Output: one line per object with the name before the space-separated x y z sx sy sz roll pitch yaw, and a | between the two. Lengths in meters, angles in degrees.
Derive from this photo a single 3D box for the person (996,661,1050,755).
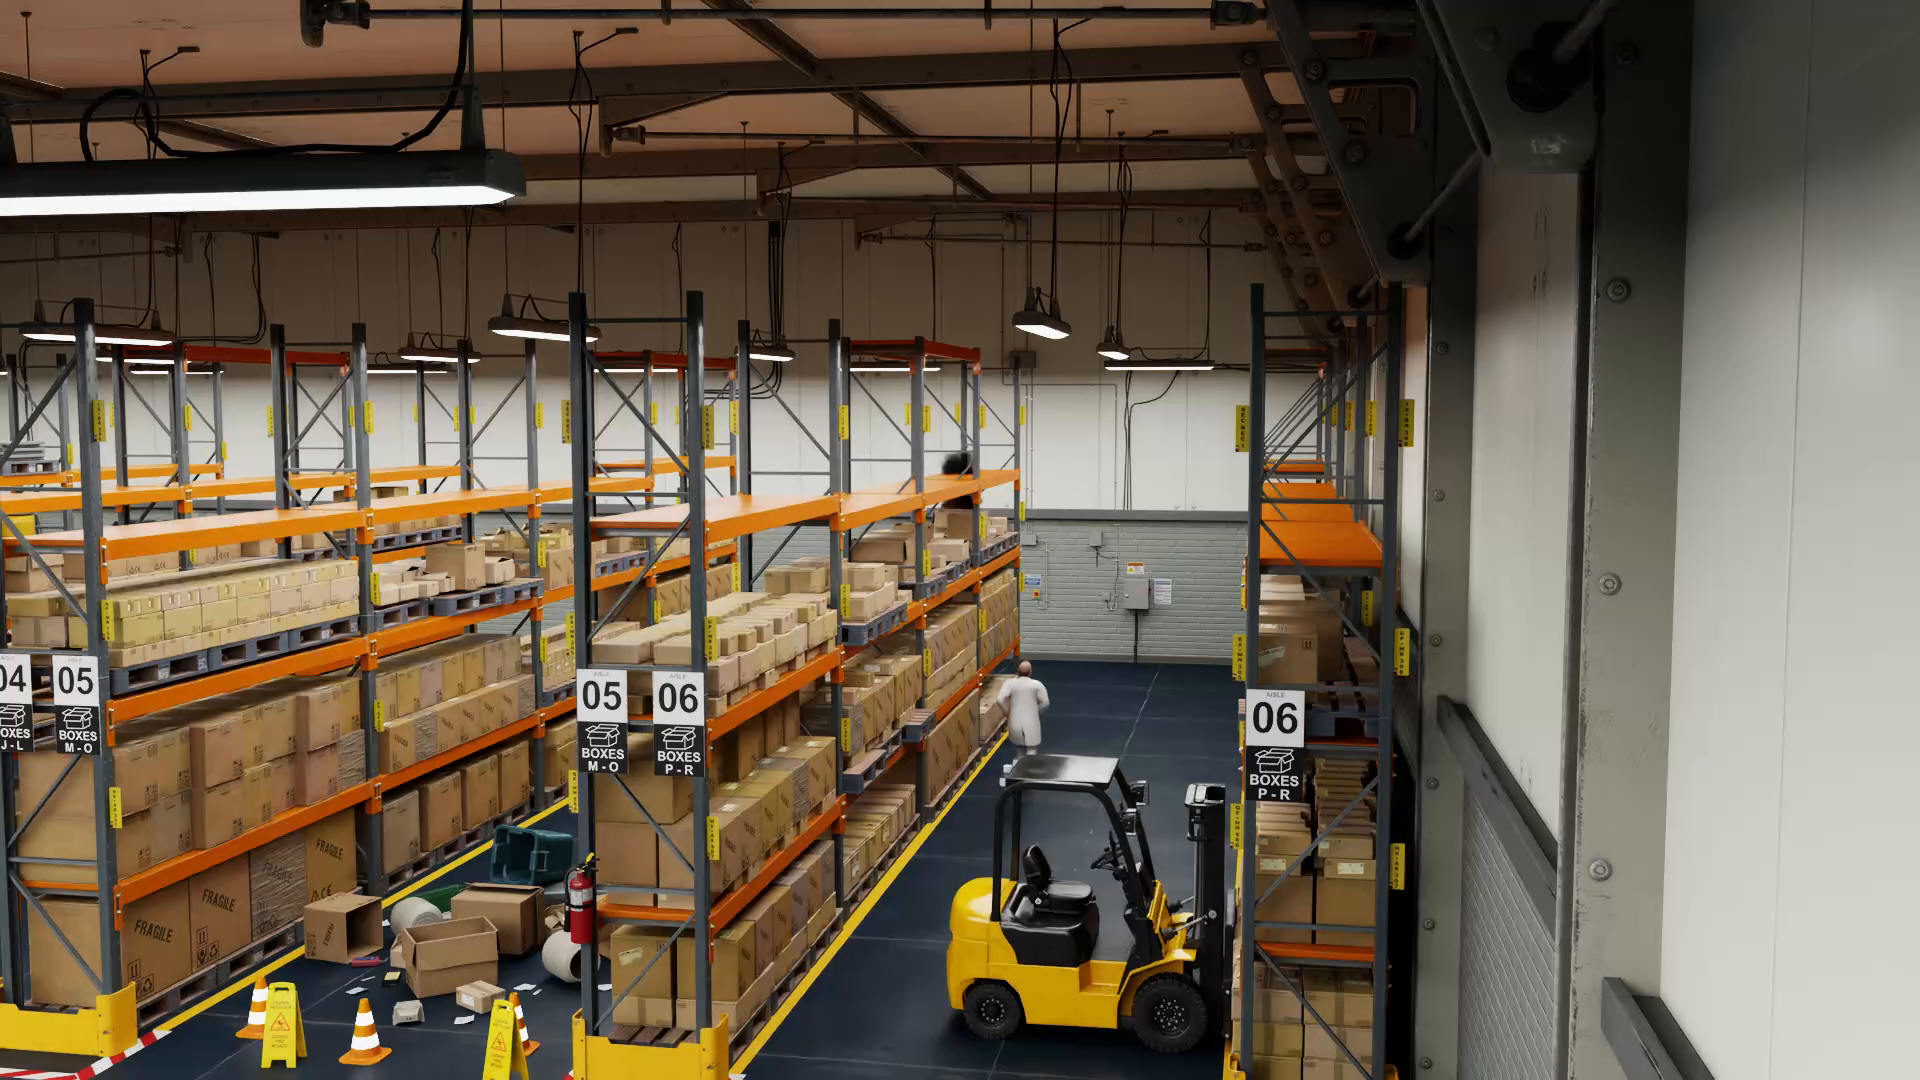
person | 0.851 2.617 22.317 0.717 1.551 0.844 1 5 10
